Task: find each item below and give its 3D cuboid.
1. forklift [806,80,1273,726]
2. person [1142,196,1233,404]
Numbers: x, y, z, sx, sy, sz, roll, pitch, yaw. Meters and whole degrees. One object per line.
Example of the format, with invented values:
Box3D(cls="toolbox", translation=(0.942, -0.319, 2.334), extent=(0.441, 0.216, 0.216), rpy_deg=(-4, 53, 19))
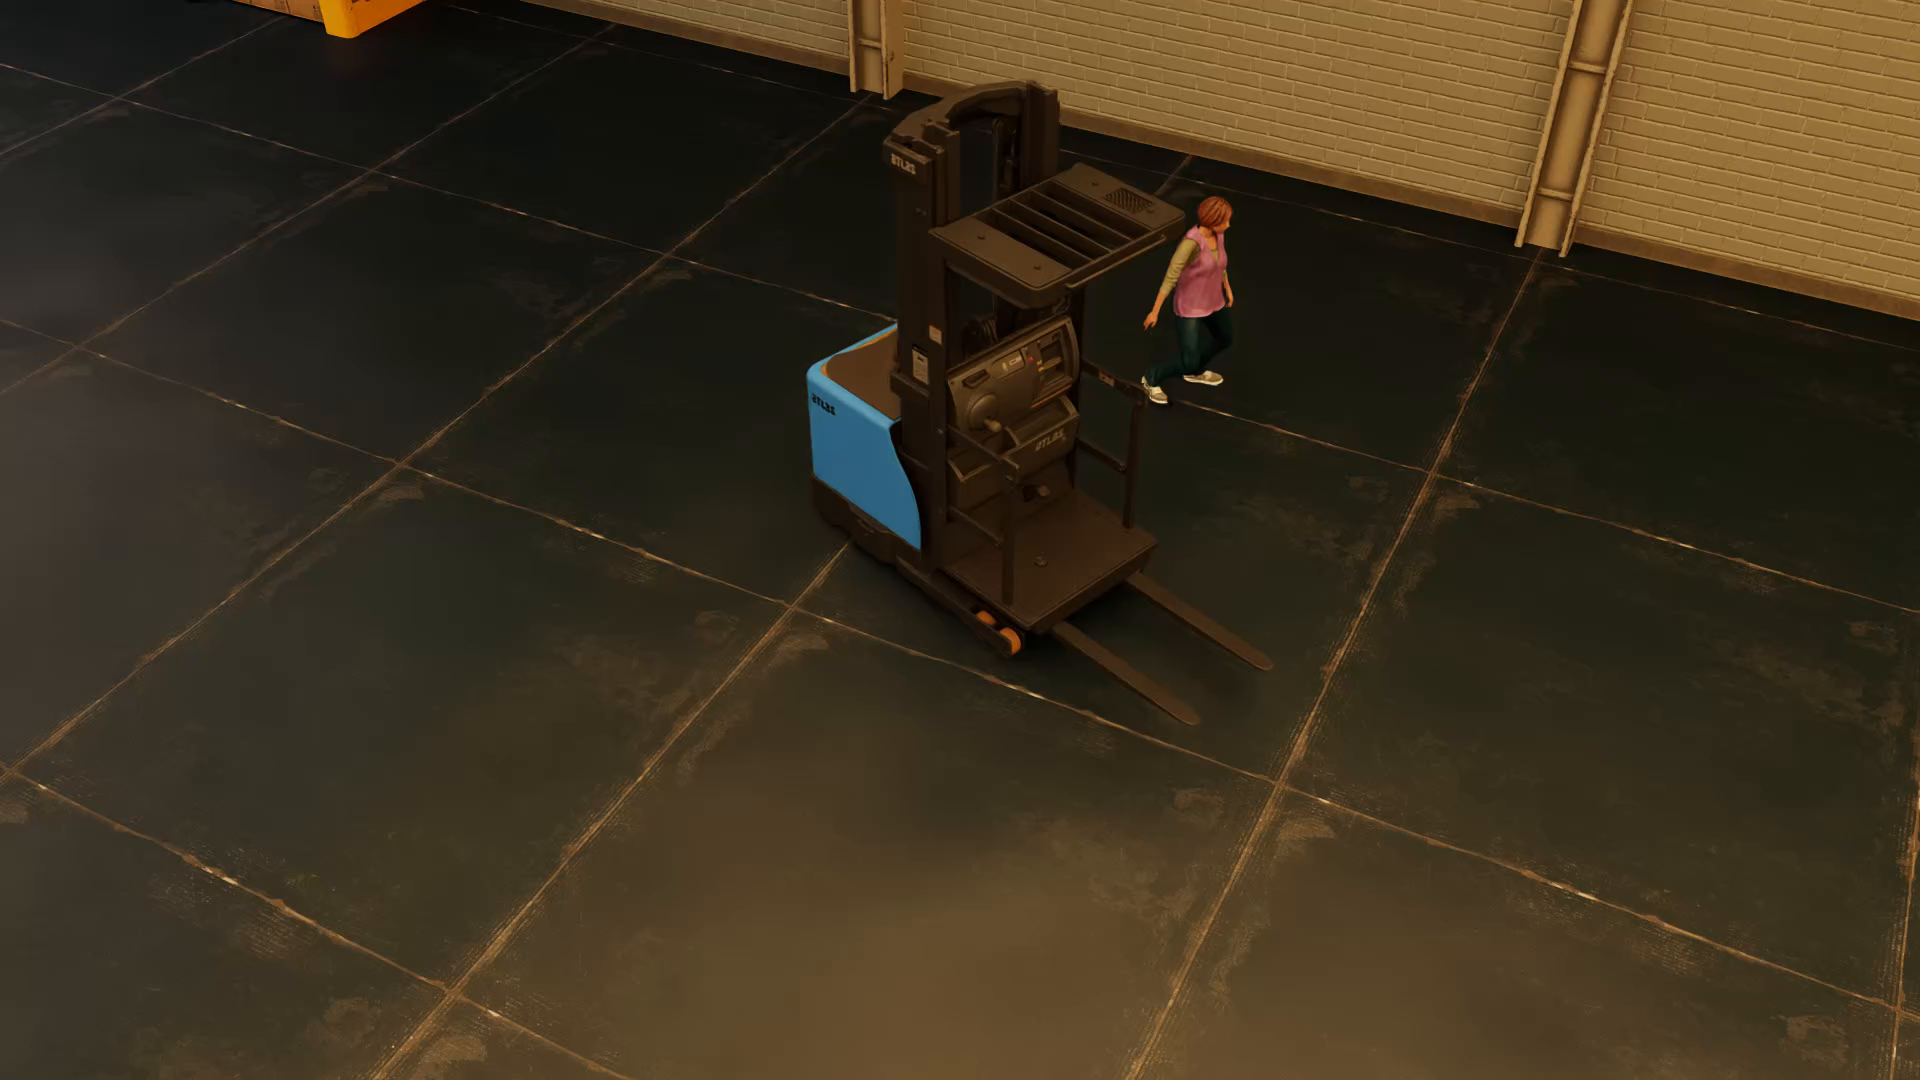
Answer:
Box3D(cls="forklift", translation=(0.444, -0.832, 8.974), extent=(1.130, 2.935, 3.031), rpy_deg=(-31, 49, -31))
Box3D(cls="person", translation=(1.511, -1.551, 10.943), extent=(0.745, 1.505, 0.447), rpy_deg=(-31, 49, -31))
